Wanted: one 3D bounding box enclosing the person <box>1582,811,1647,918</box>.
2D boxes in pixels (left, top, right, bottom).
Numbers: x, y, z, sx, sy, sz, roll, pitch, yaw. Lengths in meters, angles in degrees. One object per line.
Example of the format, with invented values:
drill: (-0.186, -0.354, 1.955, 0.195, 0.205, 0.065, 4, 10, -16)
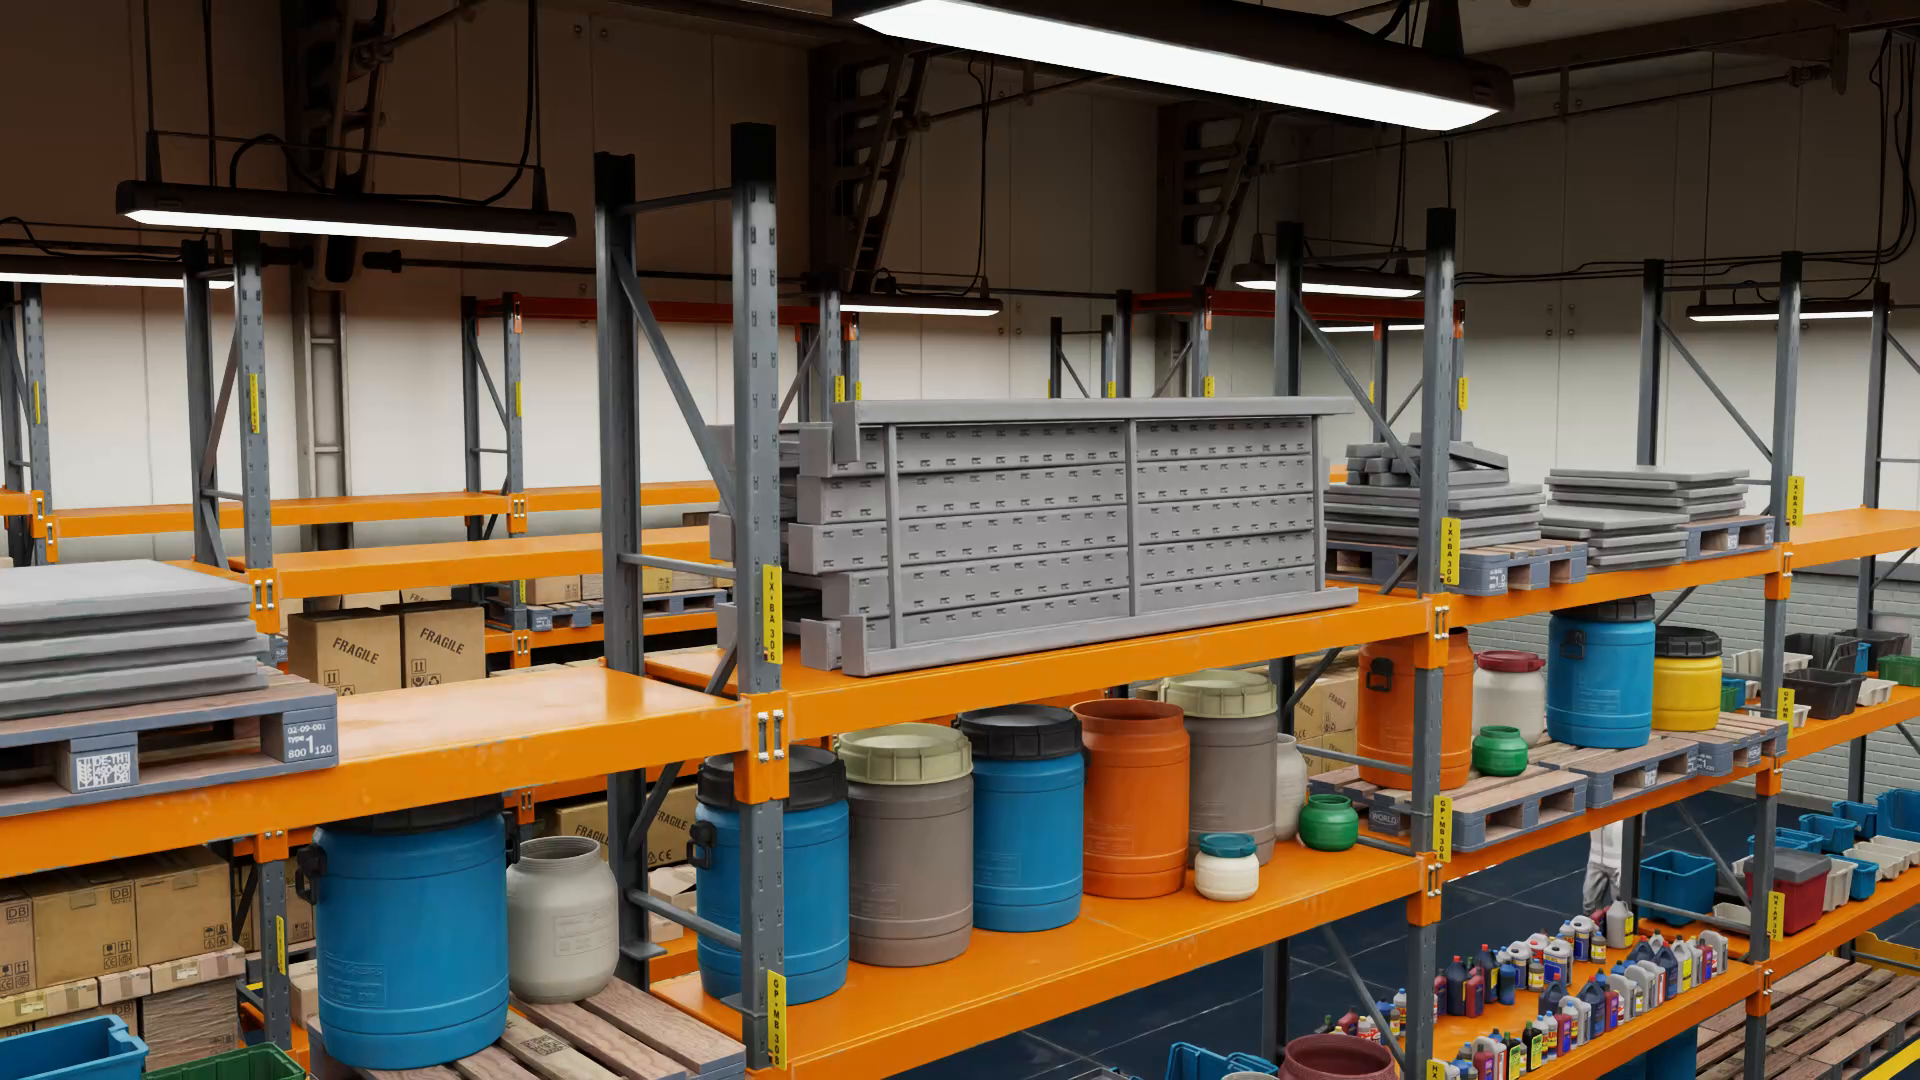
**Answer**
person: (5.752, 2.910, 14.692, 0.522, 1.837, 0.605, -3, 6, -31)
